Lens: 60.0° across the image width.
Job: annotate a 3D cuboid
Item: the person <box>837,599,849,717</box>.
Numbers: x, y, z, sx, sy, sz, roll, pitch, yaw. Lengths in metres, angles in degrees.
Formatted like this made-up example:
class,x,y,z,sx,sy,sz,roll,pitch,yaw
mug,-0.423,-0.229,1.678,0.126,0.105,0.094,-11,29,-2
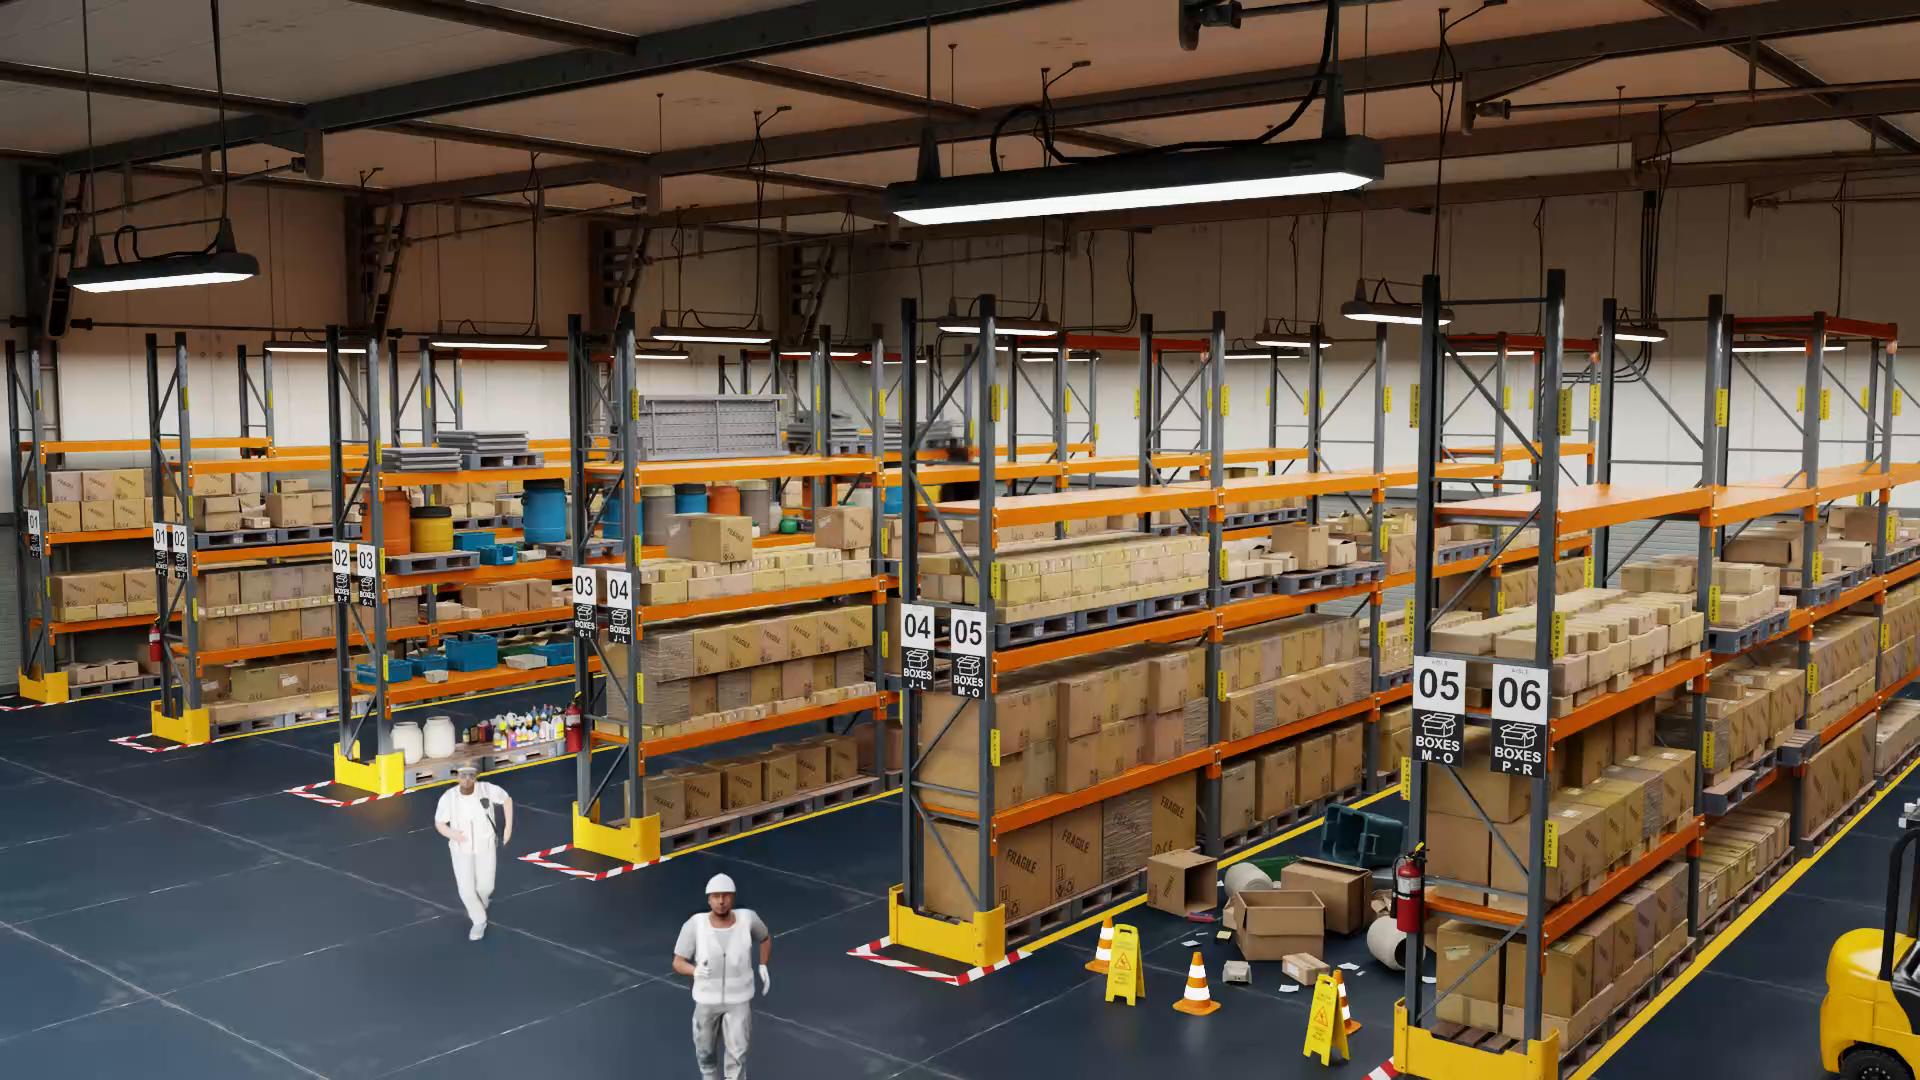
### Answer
class,x,y,z,sx,sy,sz,roll,pitch,yaw
person,-1.662,1.772,25.313,0.601,1.786,0.641,3,6,31

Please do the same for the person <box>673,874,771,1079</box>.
class,x,y,z,sx,sy,sz,roll,pitch,yaw
person,-1.661,3.211,11.655,0.690,1.759,1.004,-1,5,-8

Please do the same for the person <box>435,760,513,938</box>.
class,x,y,z,sx,sy,sz,roll,pitch,yaw
person,-4.572,2.905,15.680,0.706,1.735,0.674,-2,5,-16
